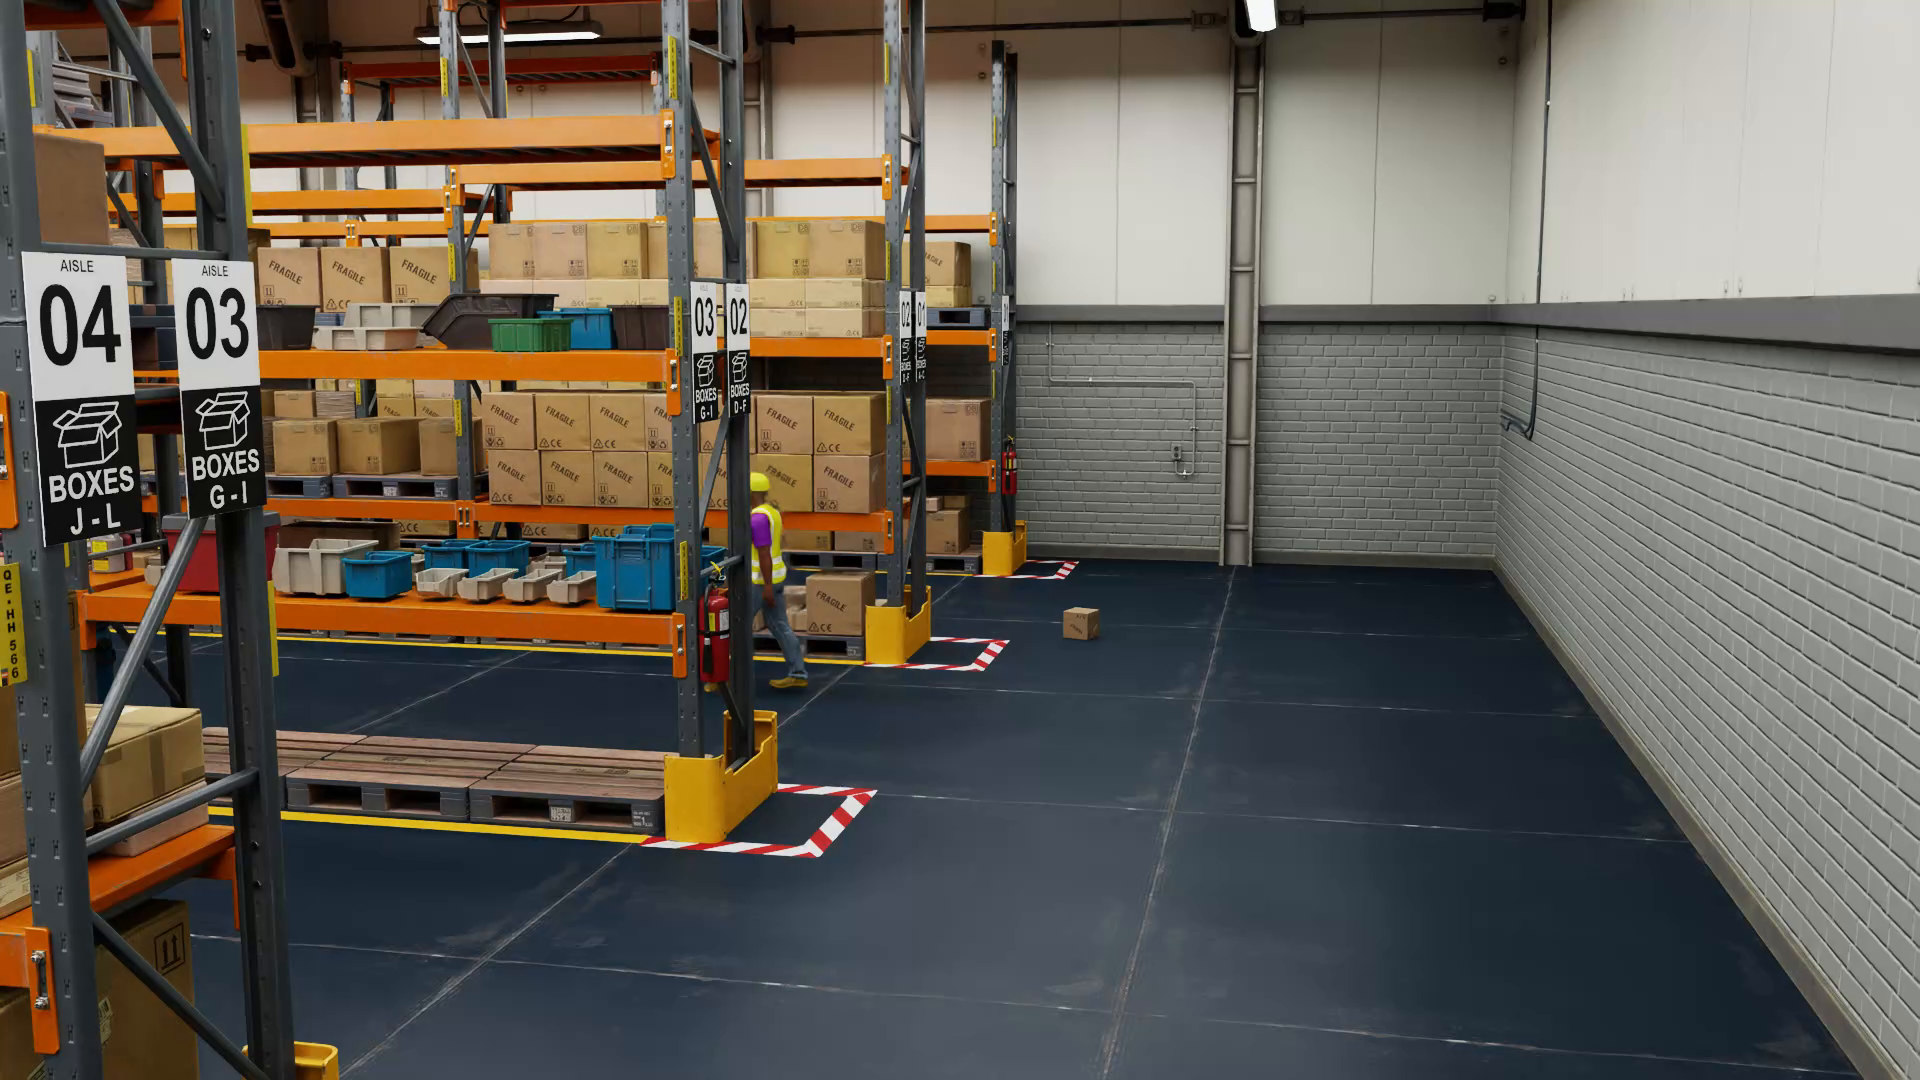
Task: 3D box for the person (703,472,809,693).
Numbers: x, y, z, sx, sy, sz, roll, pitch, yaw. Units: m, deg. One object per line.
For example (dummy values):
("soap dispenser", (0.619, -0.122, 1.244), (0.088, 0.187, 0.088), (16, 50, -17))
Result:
("person", (-1.638, 0.331, 13.309), (0.886, 1.749, 0.588), (2, 8, 12))
